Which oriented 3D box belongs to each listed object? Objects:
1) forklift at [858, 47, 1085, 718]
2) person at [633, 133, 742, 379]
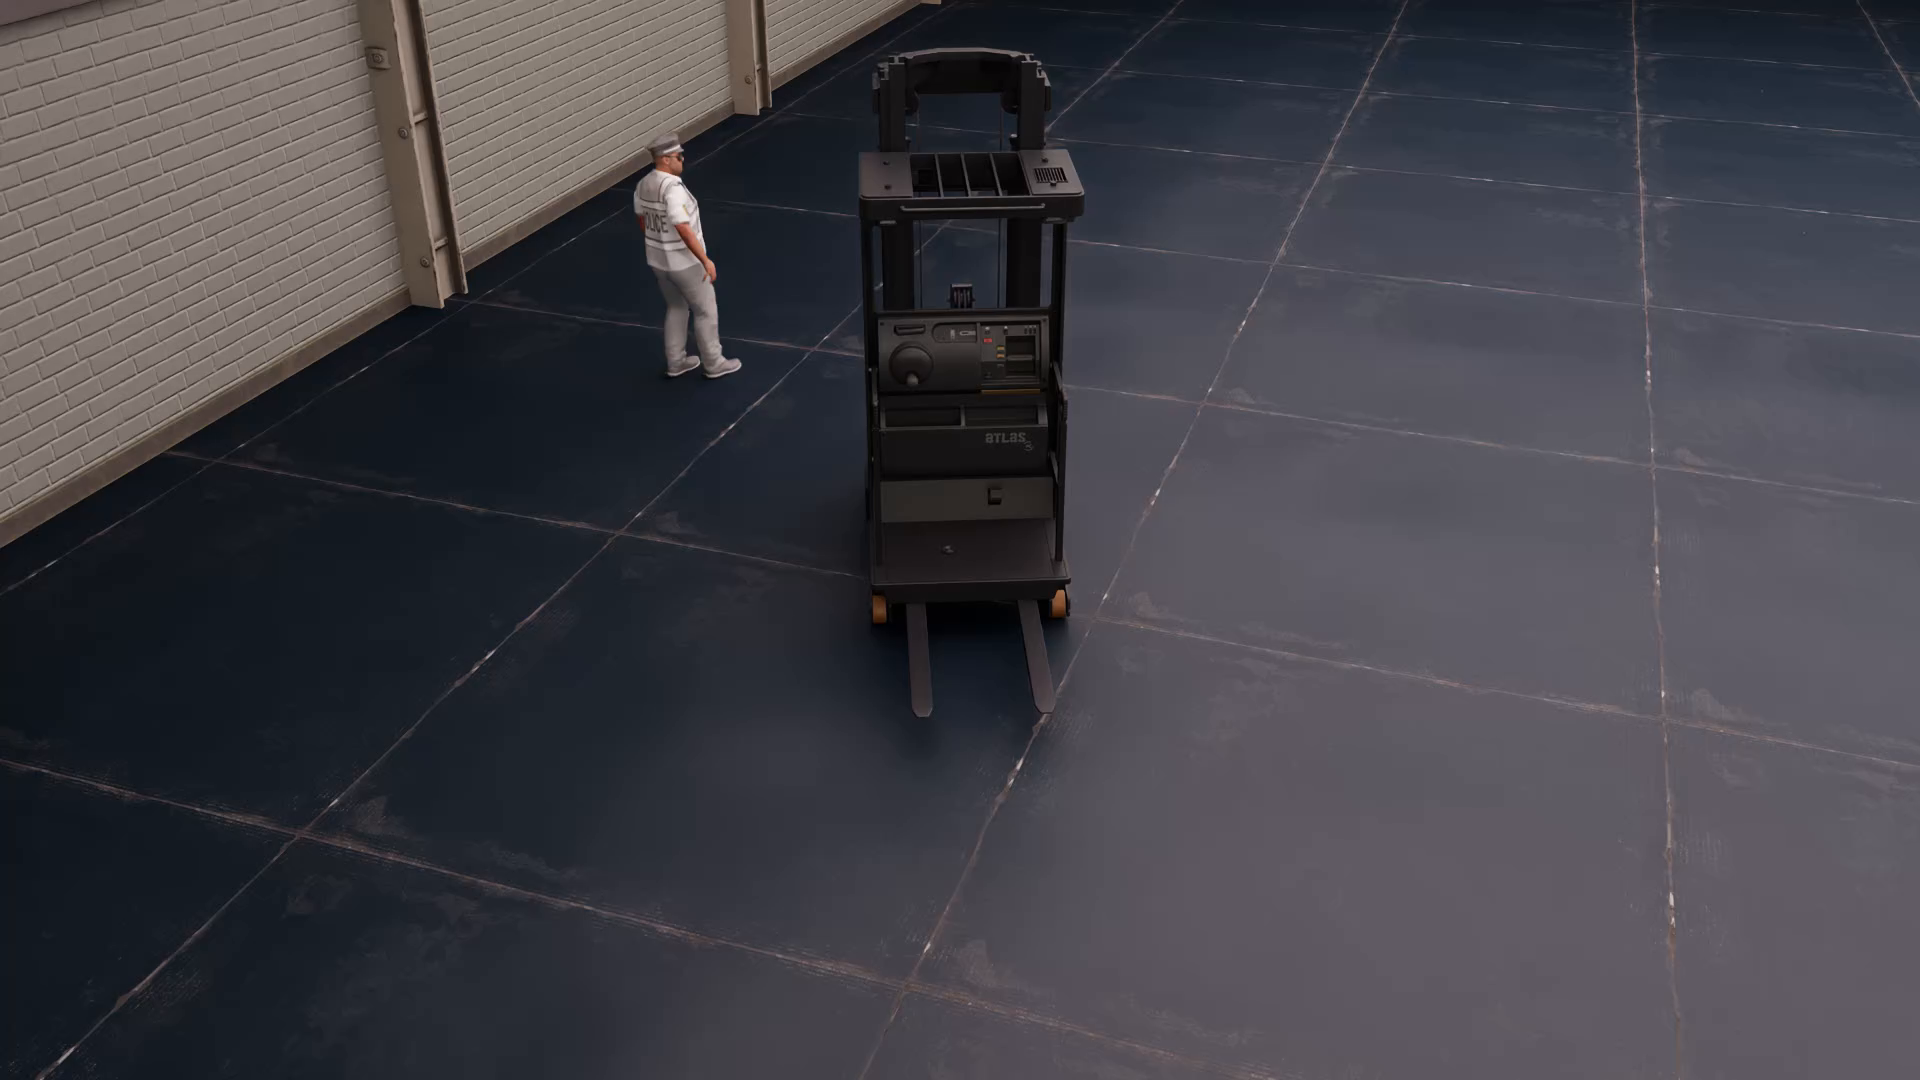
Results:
[{"bbox_3d":[0.035,-0.972,8.842,1.130,2.935,3.031,-2,30,-3],"label":"forklift"},{"bbox_3d":[-1.946,-2.022,11.861,0.711,1.764,0.545,24,37,35],"label":"person"}]
